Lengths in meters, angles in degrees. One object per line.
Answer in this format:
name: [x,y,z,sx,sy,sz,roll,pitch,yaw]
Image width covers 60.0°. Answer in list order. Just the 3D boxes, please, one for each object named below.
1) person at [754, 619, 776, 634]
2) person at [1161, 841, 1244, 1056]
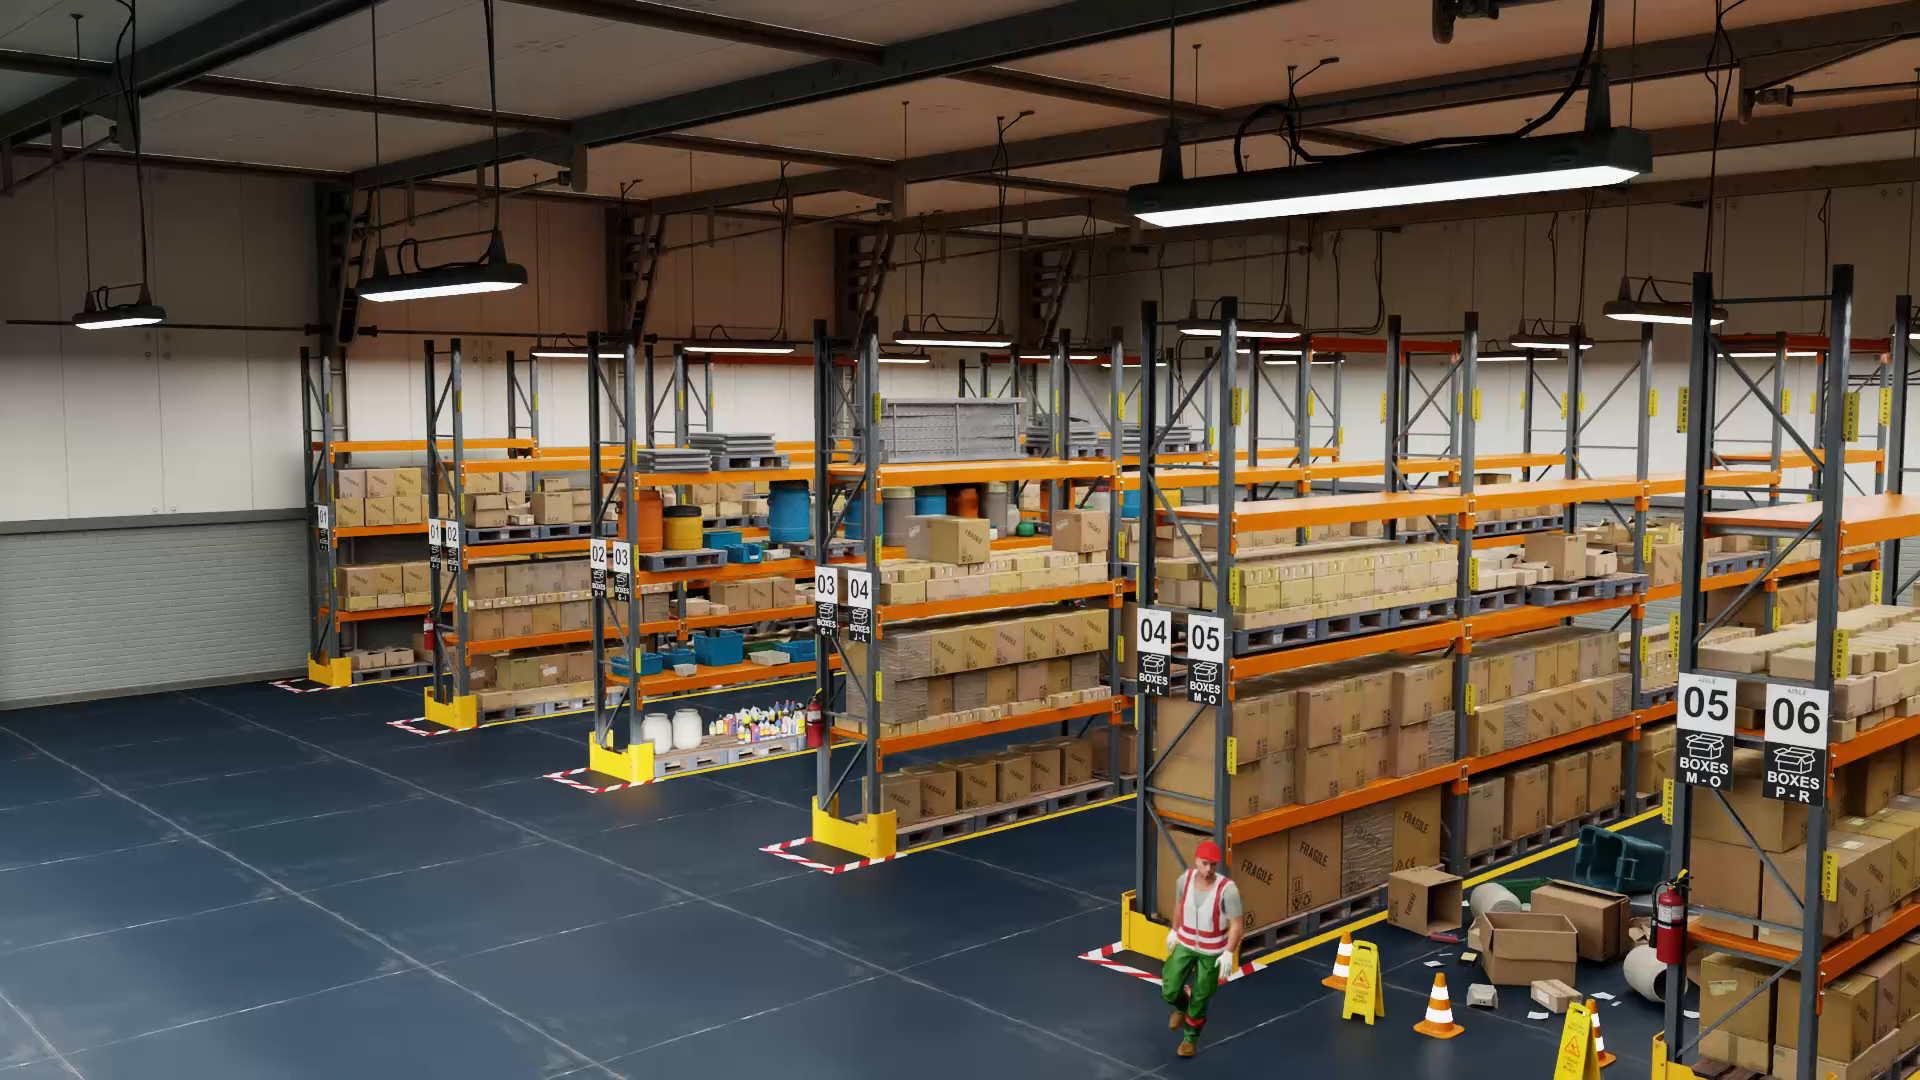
person: [-3.888,1.540,32.227,0.613,1.576,0.839,3,6,33]
person: [1.876,3.163,12.889,0.661,1.733,0.599,2,5,23]
